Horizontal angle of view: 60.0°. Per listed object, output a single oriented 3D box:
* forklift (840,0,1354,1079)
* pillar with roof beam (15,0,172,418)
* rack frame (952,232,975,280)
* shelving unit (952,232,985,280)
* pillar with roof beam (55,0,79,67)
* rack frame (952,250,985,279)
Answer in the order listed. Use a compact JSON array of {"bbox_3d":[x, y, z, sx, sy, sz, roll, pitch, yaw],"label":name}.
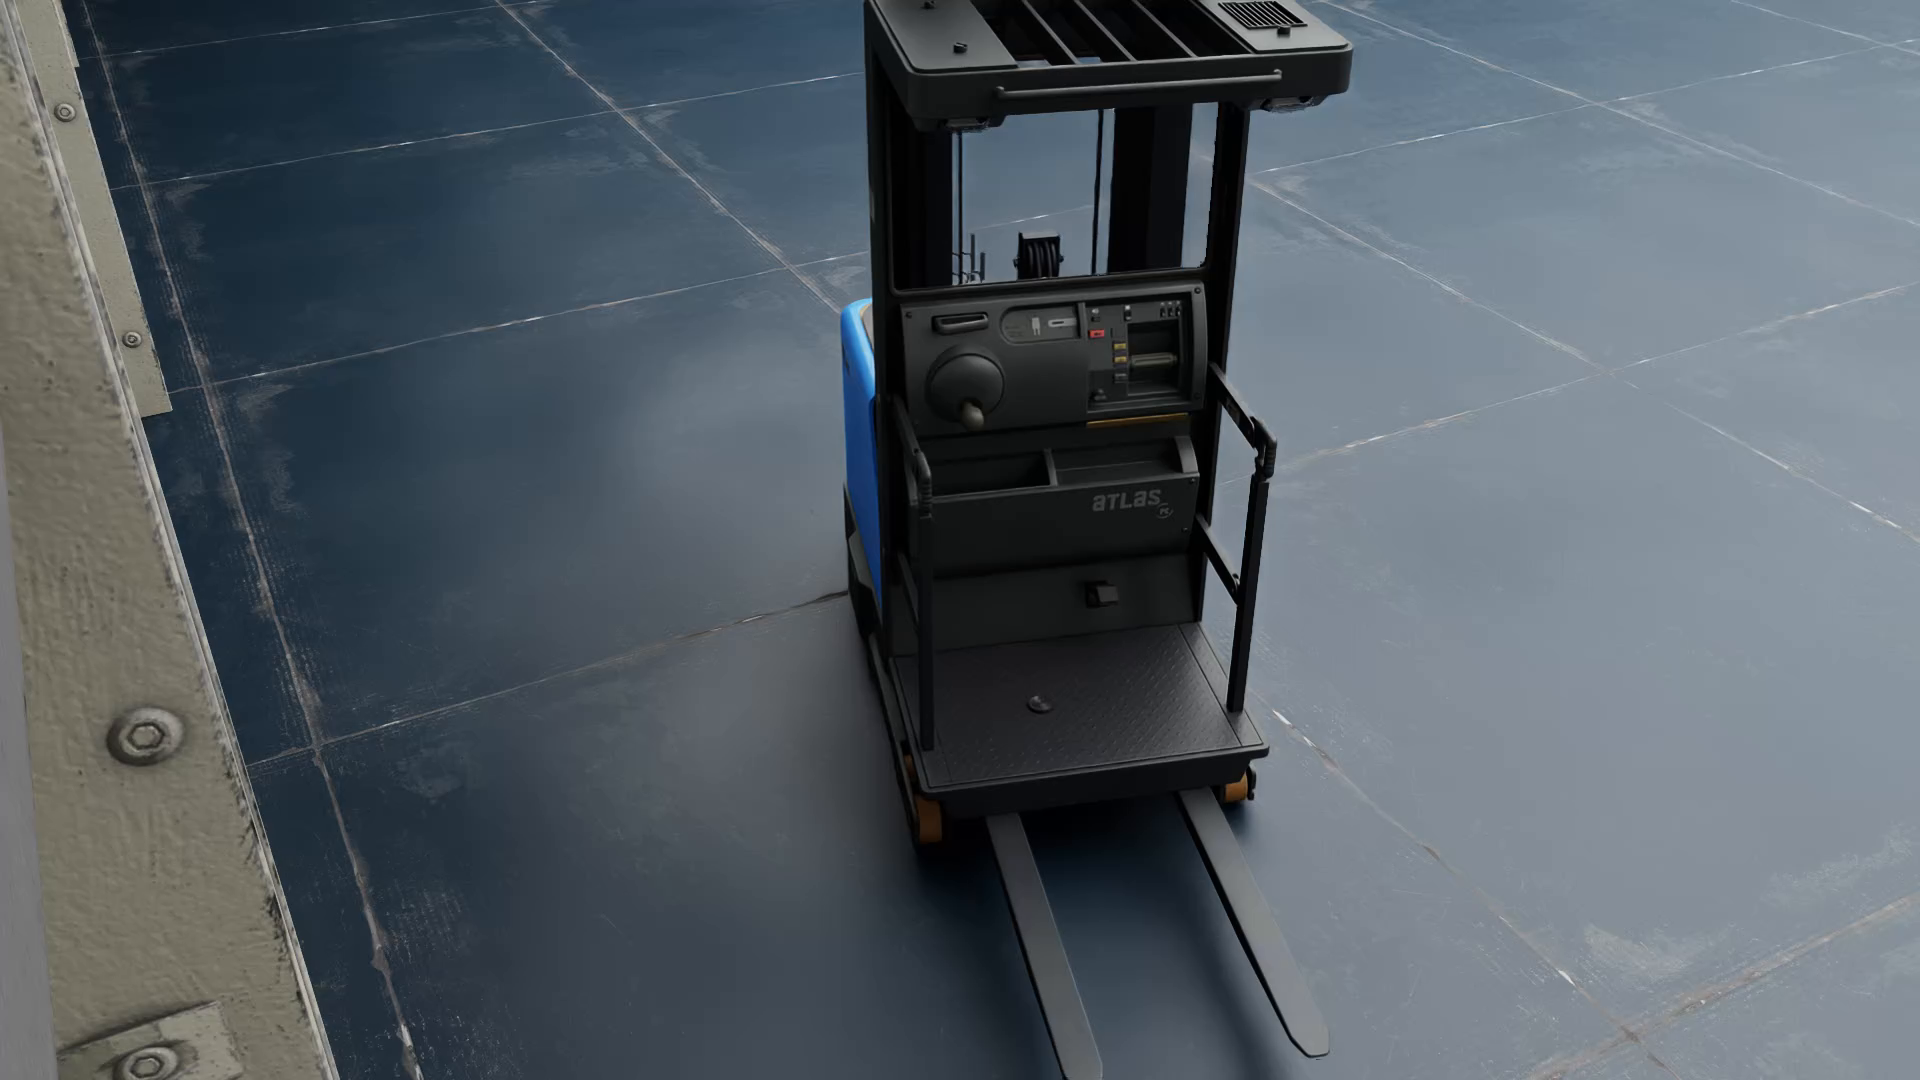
[{"bbox_3d":[0.332,-0.492,4.802,1.130,2.935,3.031,-6,33,-9],"label":"forklift"},{"bbox_3d":[-0.059,-5.525,7.032,9.100,9.000,0.400,-16,36,-23],"label":"pillar with roof beam"},{"bbox_3d":[-0.060,-0.660,6.668,0.240,1.200,0.006,-6,33,-9],"label":"rack frame"},{"bbox_3d":[-0.043,-0.611,6.592,0.258,1.200,0.189,-6,33,-9],"label":"shelving unit"},{"bbox_3d":[-2.856,-8.388,11.501,9.100,9.000,0.400,-16,36,-23],"label":"pillar with roof beam"},{"bbox_3d":[-0.025,-0.563,6.517,0.240,1.200,0.006,-6,33,-9],"label":"rack frame"}]
